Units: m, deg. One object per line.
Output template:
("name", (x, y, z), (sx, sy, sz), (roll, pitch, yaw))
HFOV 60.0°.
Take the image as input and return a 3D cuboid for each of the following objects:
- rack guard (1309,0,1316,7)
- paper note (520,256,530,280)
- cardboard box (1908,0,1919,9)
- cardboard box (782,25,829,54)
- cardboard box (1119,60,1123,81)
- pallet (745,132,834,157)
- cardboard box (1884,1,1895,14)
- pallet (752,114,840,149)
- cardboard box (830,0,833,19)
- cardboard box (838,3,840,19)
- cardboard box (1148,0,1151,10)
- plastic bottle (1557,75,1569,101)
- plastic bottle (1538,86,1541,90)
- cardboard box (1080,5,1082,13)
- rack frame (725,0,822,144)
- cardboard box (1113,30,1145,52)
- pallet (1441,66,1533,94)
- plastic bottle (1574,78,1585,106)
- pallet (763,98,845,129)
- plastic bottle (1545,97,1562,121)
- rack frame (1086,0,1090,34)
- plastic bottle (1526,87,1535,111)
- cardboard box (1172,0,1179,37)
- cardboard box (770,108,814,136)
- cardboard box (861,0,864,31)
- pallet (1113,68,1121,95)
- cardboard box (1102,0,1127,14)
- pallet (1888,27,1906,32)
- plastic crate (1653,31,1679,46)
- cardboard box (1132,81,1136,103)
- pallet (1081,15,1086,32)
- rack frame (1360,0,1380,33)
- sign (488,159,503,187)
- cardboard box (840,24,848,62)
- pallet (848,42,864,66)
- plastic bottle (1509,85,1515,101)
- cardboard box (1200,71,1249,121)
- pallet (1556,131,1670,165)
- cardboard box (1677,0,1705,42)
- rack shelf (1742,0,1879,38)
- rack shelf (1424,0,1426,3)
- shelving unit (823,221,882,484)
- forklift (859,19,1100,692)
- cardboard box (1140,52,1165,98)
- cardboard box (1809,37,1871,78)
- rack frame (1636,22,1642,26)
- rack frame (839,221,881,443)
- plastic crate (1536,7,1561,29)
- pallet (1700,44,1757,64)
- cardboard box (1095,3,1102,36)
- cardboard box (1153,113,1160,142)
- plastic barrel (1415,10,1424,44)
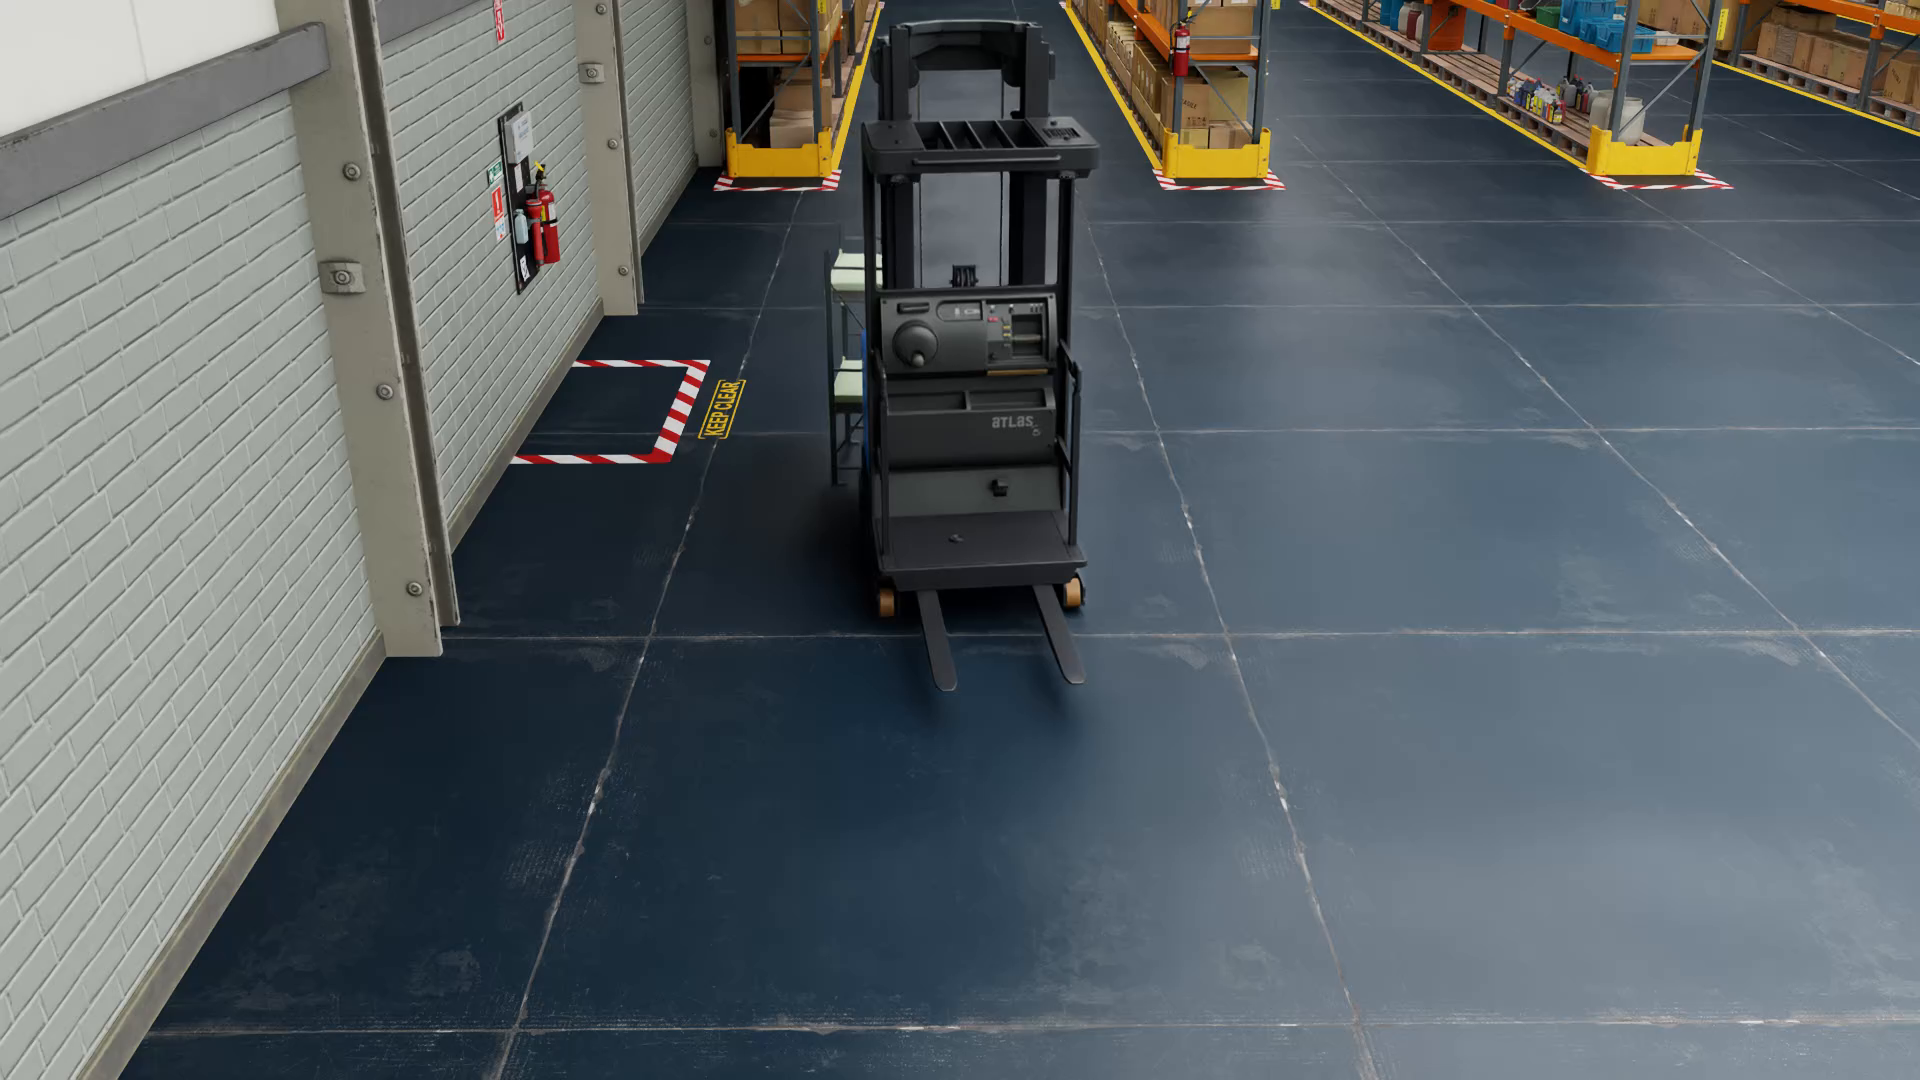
("rack guard", (7.664, -11.026, 33.522), (1.175, 0.500, 0.348), (0, 24, -1))
("paper note", (-2.940, -1.836, 11.239), (0.016, 0.148, 0.142), (0, 24, -1))
("cardboard box", (12.674, -7.022, 21.153), (0.875, 0.500, 0.500), (0, 24, -1))
("cardboard box", (-1.742, -5.661, 18.784), (0.500, 0.250, 0.500), (-1, 24, -2))
("cardboard box", (2.551, -6.717, 23.788), (0.500, 0.250, 0.500), (0, 24, 1))
("pallet", (-2.029, -4.613, 19.693), (1.003, 0.211, 1.213), (0, 24, -1))
("cardboard box", (12.462, -7.028, 21.954), (0.380, 0.149, 0.250), (0, 24, -1))
("pallet", (-2.039, -5.114, 20.802), (1.003, 0.211, 1.213), (0, 24, -1))
("cardboard box", (-1.754, -6.414, 19.540), (0.500, 0.500, 0.500), (-1, 24, -2))
("cardboard box", (-1.793, -6.707, 21.098), (0.500, 0.250, 0.500), (0, 24, 0))
("cardboard box", (2.806, -7.324, 22.485), (0.500, 0.250, 0.500), (1, 24, 3))
("plastic bottle", (7.959, -5.939, 21.922), (0.144, 0.351, 0.185), (0, 24, -1))
("plastic bottle", (7.524, -5.774, 21.653), (0.097, 0.271, 0.097), (0, 24, 0))
("cardboard box", (2.414, -9.775, 30.649), (0.380, 0.149, 0.250), (0, 24, -1))
("rack frame", (-2.055, -5.517, 18.309), (1.000, 3.000, 0.127), (0, 24, -1))
("cardboard box", (2.541, -7.388, 24.592), (0.500, 0.311, 0.500), (-1, 24, -2))
("pallet", (7.745, -6.767, 24.456), (1.003, 0.211, 1.213), (0, 24, -1))
("plastic bottle", (8.105, -5.860, 21.748), (0.144, 0.351, 0.185), (-1, 24, -3))
("pallet", (-2.056, -5.618, 21.917), (1.003, 0.211, 1.213), (0, 24, -1))
("plastic bottle", (7.418, -5.380, 20.777), (0.152, 0.276, 0.135), (0, 24, 0))
("rack frame", (2.768, -10.486, 29.295), (1.000, 3.000, 0.127), (0, 24, -1))
("plastic bottle", (7.364, -5.692, 21.459), (0.061, 0.283, 0.133), (1, 24, 2))
("cardboard box", (2.896, -6.200, 19.697), (0.700, 0.500, 0.500), (0, 24, 0))
("cardboard box", (-1.978, -5.013, 19.923), (0.500, 0.311, 0.500), (2, 24, 4))
("cardboard box", (-2.036, -9.040, 28.198), (0.750, 0.750, 0.750), (0, 24, 1))
("pallet", (2.792, -6.726, 24.366), (1.003, 0.211, 1.213), (0, 24, -1))
("cardboard box", (2.562, -8.648, 26.821), (0.500, 0.250, 0.500), (1, 24, 1))
("pallet", (17.592, -9.516, 30.533), (1.003, 0.211, 1.213), (0, 24, -1))
("plastic crate", (8.164, -5.812, 19.280), (0.298, 0.136, 0.250), (0, 24, -1))
("cardboard box", (2.557, -5.935, 22.061), (0.500, 0.250, 0.500), (0, 24, -1))
("pallet", (2.761, -9.498, 30.495), (1.003, 0.211, 1.213), (0, 24, -1))
("rack frame", (7.721, -10.507, 29.341), (1.000, 3.000, 0.127), (0, 24, -1))
("sign", (-2.961, -2.342, 10.603), (0.001, 0.109, 0.331), (0, 24, -1))
("cardboard box", (-2.082, -7.579, 25.367), (0.700, 0.500, 0.500), (0, 24, 0))
("pallet", (-2.075, -7.869, 26.891), (1.003, 0.211, 1.213), (0, 24, -1))
("plastic bottle", (7.374, -5.960, 22.151), (0.097, 0.201, 0.097), (0, 24, 0))
("cardboard box", (3.108, -5.249, 19.634), (0.500, 0.500, 0.500), (0, 24, -1))
("pallet", (7.800, -4.657, 19.791), (1.003, 0.211, 1.213), (0, 24, -1))
("cardboard box", (12.728, -8.756, 27.538), (1.225, 0.875, 0.875), (0, 24, 0))
("rack shelf", (12.739, -7.729, 24.072), (1.077, 0.370, 4.000), (0, 24, -1))
("rack shelf", (7.743, -9.355, 27.667), (1.077, 0.370, 4.000), (0, 24, -1))
("shelving unit", (-0.591, -1.190, 10.560), (0.431, 1.500, 0.755), (1, 24, 3))
("forklift", (0.073, -1.071, 8.561), (1.130, 2.935, 3.031), (-3, 24, -6))
("cardboard box", (2.558, -5.865, 20.995), (0.500, 0.500, 0.500), (0, 24, -1))
("cardboard box", (12.783, -6.974, 24.030), (0.700, 0.500, 0.500), (-2, 24, -5))
("rack frame", (12.674, -10.529, 29.390), (1.000, 3.000, 0.127), (0, 24, -1))
("rack frame", (-0.570, -1.340, 10.893), (0.400, 1.500, 0.023), (1, 24, 3))
("plastic crate", (7.541, -6.553, 20.856), (0.450, 0.188, 0.662), (0, 24, -1))
("pallet", (12.784, -7.935, 27.039), (1.003, 0.211, 1.213), (0, 24, -1))
("cardboard box", (2.549, -8.713, 27.874), (0.500, 0.500, 0.500), (-1, 24, -3))
("cardboard box", (2.580, -4.905, 19.783), (0.500, 0.250, 0.500), (0, 24, -1))
("plastic barrel", (7.647, -8.350, 27.081), (0.421, 0.512, 0.421), (0, 24, 0))
